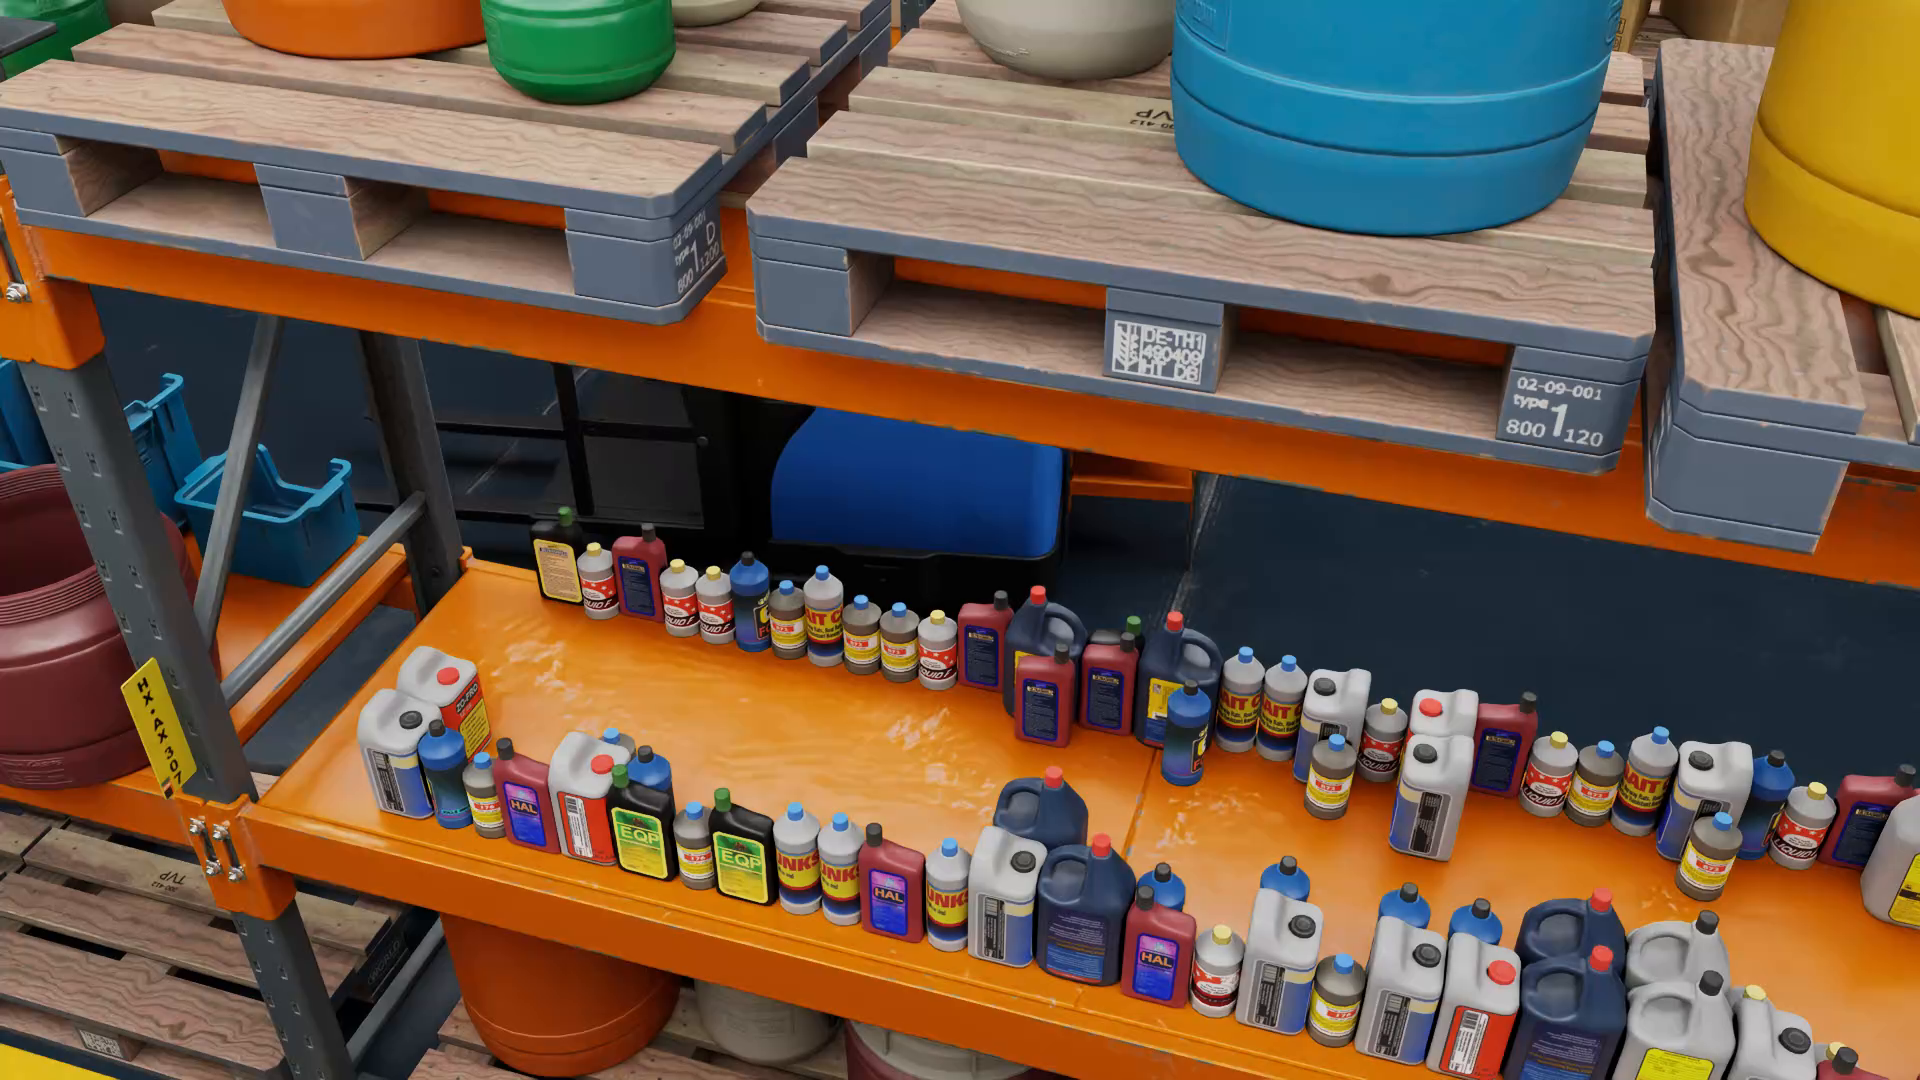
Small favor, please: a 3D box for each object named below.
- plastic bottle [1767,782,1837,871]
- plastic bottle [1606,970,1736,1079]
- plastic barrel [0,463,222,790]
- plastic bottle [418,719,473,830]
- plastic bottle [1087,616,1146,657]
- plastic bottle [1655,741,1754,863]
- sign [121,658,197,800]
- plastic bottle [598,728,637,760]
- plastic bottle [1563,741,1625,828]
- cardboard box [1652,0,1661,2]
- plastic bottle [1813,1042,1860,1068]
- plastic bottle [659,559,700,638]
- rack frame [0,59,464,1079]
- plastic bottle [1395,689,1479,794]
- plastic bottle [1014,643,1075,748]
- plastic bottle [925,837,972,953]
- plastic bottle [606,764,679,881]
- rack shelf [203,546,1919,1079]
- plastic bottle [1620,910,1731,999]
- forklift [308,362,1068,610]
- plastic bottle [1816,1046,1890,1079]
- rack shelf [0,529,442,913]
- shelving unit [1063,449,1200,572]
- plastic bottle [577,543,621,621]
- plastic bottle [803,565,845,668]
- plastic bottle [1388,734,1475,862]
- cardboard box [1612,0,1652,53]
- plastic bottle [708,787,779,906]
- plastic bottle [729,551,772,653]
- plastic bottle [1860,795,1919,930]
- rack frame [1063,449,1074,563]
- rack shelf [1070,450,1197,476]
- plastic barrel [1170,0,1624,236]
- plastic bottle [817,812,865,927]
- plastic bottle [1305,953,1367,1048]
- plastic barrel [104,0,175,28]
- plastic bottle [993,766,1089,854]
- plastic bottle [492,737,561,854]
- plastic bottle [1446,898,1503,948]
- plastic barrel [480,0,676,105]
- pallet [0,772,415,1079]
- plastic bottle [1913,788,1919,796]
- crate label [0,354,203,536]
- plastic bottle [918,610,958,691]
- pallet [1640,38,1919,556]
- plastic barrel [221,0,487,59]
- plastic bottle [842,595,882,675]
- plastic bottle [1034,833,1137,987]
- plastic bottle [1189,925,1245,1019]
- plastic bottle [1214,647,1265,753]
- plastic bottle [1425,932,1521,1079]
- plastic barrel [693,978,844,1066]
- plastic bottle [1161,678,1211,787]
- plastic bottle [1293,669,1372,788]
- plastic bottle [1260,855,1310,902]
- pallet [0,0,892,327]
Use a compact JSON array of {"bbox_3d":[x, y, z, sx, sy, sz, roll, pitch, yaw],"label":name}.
[{"bbox_3d":[1.810,0.604,3.567,0.097,0.201,0.097,0,36,0],"label":"plastic bottle"},{"bbox_3d":[1.301,0.906,3.030,0.185,0.351,0.144,10,38,14],"label":"plastic bottle"},{"bbox_3d":[-2.076,0.191,3.845,0.708,0.536,0.600,10,38,14],"label":"plastic barrel"},{"bbox_3d":[-1.123,0.504,3.643,0.097,0.271,0.097,0,36,0],"label":"plastic bottle"},{"bbox_3d":[0.366,0.292,3.921,0.133,0.283,0.061,10,38,14],"label":"plastic bottle"},{"bbox_3d":[1.598,0.552,3.575,0.135,0.276,0.152,10,38,14],"label":"plastic bottle"},{"bbox_3d":[-1.700,0.403,3.534,0.005,0.325,0.100,10,38,14],"label":"sign"},{"bbox_3d":[-0.765,0.504,3.702,0.097,0.201,0.097,0,36,0],"label":"plastic bottle"},{"bbox_3d":[1.403,0.528,3.669,0.097,0.201,0.097,0,36,0],"label":"plastic bottle"},{"bbox_3d":[4.571,-4.086,11.231,0.750,0.750,0.750,11,38,14],"label":"cardboard box"},{"bbox_3d":[1.575,0.994,3.037,0.097,0.201,0.097,0,36,0],"label":"plastic bottle"},{"bbox_3d":[-0.704,0.138,4.199,0.097,0.201,0.097,0,36,0],"label":"plastic bottle"},{"bbox_3d":[-1.542,0.157,4.007,0.127,3.000,1.000,10,38,14],"label":"rack frame"},{"bbox_3d":[1.064,0.453,3.709,0.135,0.276,0.152,10,38,14],"label":"plastic bottle"},{"bbox_3d":[0.195,0.350,3.842,0.133,0.283,0.061,10,38,14],"label":"plastic bottle"},{"bbox_3d":[-0.021,0.708,3.366,0.097,0.271,0.097,0,36,0],"label":"plastic bottle"},{"bbox_3d":[-0.670,0.594,3.510,0.133,0.283,0.061,10,38,14],"label":"plastic bottle"},{"bbox_3d":[0.367,0.800,3.740,4.000,0.370,1.077,10,38,14],"label":"rack shelf"},{"bbox_3d":[1.344,0.825,3.141,0.185,0.351,0.144,10,38,14],"label":"plastic bottle"},{"bbox_3d":[-1.089,-1.264,5.994,3.031,2.935,1.130,4,37,5],"label":"forklift"},{"bbox_3d":[1.569,1.009,2.947,0.133,0.283,0.061,10,38,14],"label":"plastic bottle"},{"bbox_3d":[-3.451,0.093,4.700,4.000,0.370,1.077,10,38,14],"label":"rack shelf"},{"bbox_3d":[0.672,-0.444,6.341,0.503,1.200,0.258,4,37,5],"label":"shelving unit"},{"bbox_3d":[-0.924,0.098,4.255,0.097,0.201,0.097,0,36,0],"label":"plastic bottle"},{"bbox_3d":[-0.332,0.179,4.085,0.097,0.271,0.097,0,36,0],"label":"plastic bottle"},{"bbox_3d":[1.018,0.539,3.592,0.135,0.276,0.152,10,38,14],"label":"plastic bottle"},{"bbox_3d":[2.696,-2.444,7.101,0.500,0.500,0.700,16,39,21],"label":"cardboard box"},{"bbox_3d":[-0.449,0.635,3.455,0.133,0.283,0.061,10,38,14],"label":"plastic bottle"},{"bbox_3d":[-0.518,0.145,4.132,0.097,0.271,0.097,0,36,0],"label":"plastic bottle"},{"bbox_3d":[1.998,0.631,3.404,0.185,0.351,0.144,10,38,14],"label":"plastic bottle"},{"bbox_3d":[0.430,-0.461,6.364,0.015,1.200,0.240,4,37,5],"label":"rack frame"},{"bbox_3d":[0.672,-0.390,6.381,0.480,0.148,0.258,4,37,5],"label":"rack shelf"},{"bbox_3d":[0.601,-0.931,2.176,0.708,0.901,0.600,10,38,14],"label":"plastic barrel"},{"bbox_3d":[-0.241,0.667,3.422,0.097,0.271,0.097,0,36,0],"label":"plastic bottle"},{"bbox_3d":[0.726,0.874,3.199,0.097,0.201,0.097,0,36,0],"label":"plastic bottle"},{"bbox_3d":[-1.747,-1.325,3.394,0.421,0.512,0.421,0,36,0],"label":"plastic barrel"},{"bbox_3d":[0.166,0.602,3.444,0.185,0.351,0.144,10,38,14],"label":"plastic bottle"},{"bbox_3d":[-0.925,0.547,3.575,0.133,0.283,0.061,10,38,14],"label":"plastic bottle"},{"bbox_3d":[0.993,0.801,3.240,0.097,0.271,0.097,0,36,0],"label":"plastic bottle"},{"bbox_3d":[-0.599,-0.841,2.608,0.294,0.245,0.294,0,36,0],"label":"plastic barrel"},{"bbox_3d":[-2.270,1.121,5.049,1.213,0.211,1.003,10,38,14],"label":"pallet"},{"bbox_3d":[2.053,0.604,3.497,0.133,0.283,0.061,10,38,14],"label":"plastic bottle"},{"bbox_3d":[-2.410,-0.186,4.443,0.616,0.435,0.502,10,38,14],"label":"crate label"},{"bbox_3d":[-0.054,0.259,4.036,0.097,0.201,0.097,0,36,0],"label":"plastic bottle"},{"bbox_3d":[1.498,-0.352,2.326,1.003,0.211,1.213,10,38,14],"label":"pallet"},{"bbox_3d":[-1.001,-1.291,2.727,0.708,0.830,0.600,10,38,14],"label":"plastic barrel"},{"bbox_3d":[-0.239,0.224,4.082,0.097,0.201,0.097,0,36,0],"label":"plastic bottle"},{"bbox_3d":[0.249,0.712,3.294,0.185,0.351,0.144,10,38,14],"label":"plastic bottle"},{"bbox_3d":[0.504,0.833,3.255,0.097,0.201,0.097,0,36,0],"label":"plastic bottle"},{"bbox_3d":[0.647,0.360,3.839,0.097,0.271,0.097,0,36,0],"label":"plastic bottle"},{"bbox_3d":[0.973,0.873,3.138,0.135,0.276,0.152,10,38,14],"label":"plastic bottle"},{"bbox_3d":[-0.505,1.116,4.448,0.421,0.512,0.421,0,36,0],"label":"plastic barrel"},{"bbox_3d":[0.511,0.425,3.751,0.097,0.271,0.097,0,36,0],"label":"plastic bottle"},{"bbox_3d":[0.842,0.412,3.765,0.135,0.276,0.152,10,38,14],"label":"plastic bottle"},{"bbox_3d":[0.643,0.736,3.328,0.097,0.271,0.097,0,36,0],"label":"plastic bottle"},{"bbox_3d":[-0.841,-0.785,2.915,1.213,0.211,1.003,10,38,14],"label":"pallet"}]
